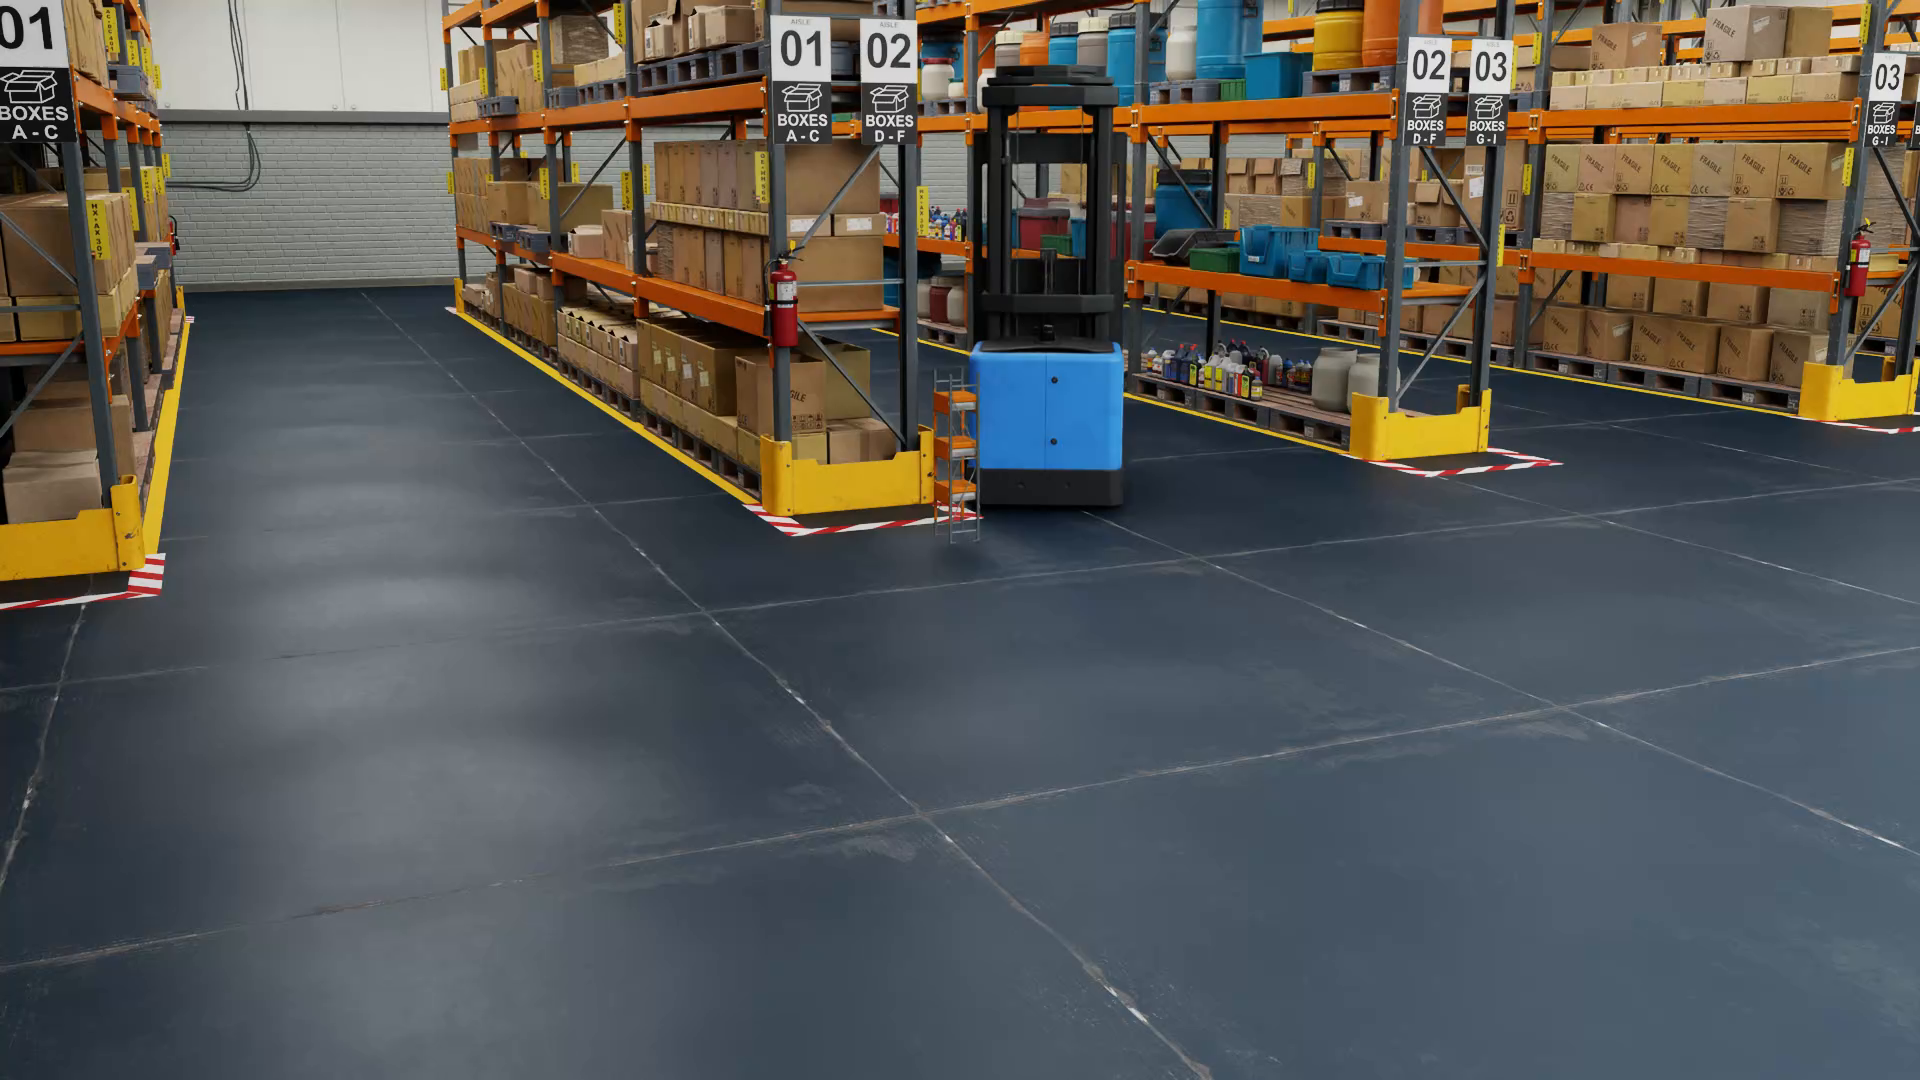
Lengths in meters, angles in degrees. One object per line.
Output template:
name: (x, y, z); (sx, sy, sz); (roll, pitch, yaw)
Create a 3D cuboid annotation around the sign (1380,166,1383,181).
sign: (5.598, -4.831, 22.197); (0.100, 0.325, 0.005); (-6, 14, -23)

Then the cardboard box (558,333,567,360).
cardboard box: (-4.033, -2.090, 17.917); (0.500, 0.250, 0.500); (-6, 14, -23)

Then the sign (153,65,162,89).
sign: (-11.213, -6.465, 23.211); (0.100, 0.325, 0.005); (-6, 14, -23)

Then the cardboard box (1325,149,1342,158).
cardboard box: (6.818, -6.685, 29.503); (0.500, 0.500, 0.500); (-6, 14, -24)

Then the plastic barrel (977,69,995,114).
plastic barrel: (0.410, -5.231, 19.418); (0.421, 0.512, 0.421); (0, 13, 0)

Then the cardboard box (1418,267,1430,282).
cardboard box: (5.623, -3.372, 21.191); (0.500, 0.250, 0.500); (-4, 14, -17)

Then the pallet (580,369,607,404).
pallet: (-3.195, -1.576, 16.713); (1.003, 0.211, 1.213); (-6, 14, -23)

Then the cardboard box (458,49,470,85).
cardboard box: (-6.834, -6.795, 23.984); (0.700, 0.500, 0.500); (-6, 14, -23)

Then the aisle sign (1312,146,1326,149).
aisle sign: (6.731, -7.643, 30.975); (0.394, 0.787, 0.004); (-6, 14, -23)

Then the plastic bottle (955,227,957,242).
plastic bottle: (-0.016, -3.781, 20.493); (0.097, 0.201, 0.097); (0, 13, 0)

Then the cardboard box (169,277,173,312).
cardboard box: (-11.343, -3.416, 23.090); (0.700, 0.500, 0.500); (-6, 14, -23)

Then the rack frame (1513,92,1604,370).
rack frame: (6.707, -3.428, 18.528); (1.000, 3.000, 0.127); (-6, 14, -23)

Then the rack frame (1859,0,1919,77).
rack frame: (8.310, -5.524, 14.281); (1.000, 3.000, 0.127); (-6, 14, -23)

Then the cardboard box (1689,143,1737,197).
cardboard box: (7.459, -3.580, 16.086); (0.500, 0.500, 0.500); (-6, 14, -23)

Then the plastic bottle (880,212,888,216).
plastic bottle: (-1.053, -4.367, 22.862); (0.152, 0.276, 0.135); (-6, 14, -23)

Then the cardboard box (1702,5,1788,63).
cardboard box: (7.457, -4.797, 15.803); (0.500, 0.500, 0.500); (-6, 14, -23)

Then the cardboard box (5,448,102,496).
cardboard box: (-5.729, -0.432, 10.573); (0.500, 0.311, 0.500); (-4, 14, -18)

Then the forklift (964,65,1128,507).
forklift: (0.652, -1.930, 12.207); (1.130, 2.935, 3.031); (1, 13, 3)

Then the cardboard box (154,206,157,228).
cardboard box: (-9.290, -3.660, 18.606); (0.500, 0.500, 0.500); (-6, 14, -23)

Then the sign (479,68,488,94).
sign: (-6.070, -5.849, 21.192); (0.100, 0.325, 0.005); (-6, 14, -23)

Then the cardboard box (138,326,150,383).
cardboard box: (-8.175, -1.765, 15.909); (0.700, 0.500, 0.500); (-5, 14, -22)

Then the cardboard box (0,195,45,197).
cardboard box: (-6.708, -2.164, 11.695); (0.500, 0.500, 0.500); (-6, 14, -23)

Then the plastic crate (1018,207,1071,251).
plastic crate: (0.934, -3.477, 18.597); (0.402, 0.464, 0.583); (-6, 14, -23)

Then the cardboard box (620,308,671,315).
cardboard box: (-3.324, -2.306, 17.603); (0.500, 0.311, 0.500); (-6, 14, -24)

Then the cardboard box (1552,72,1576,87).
cardboard box: (6.555, -4.915, 17.751); (0.380, 0.149, 0.250); (-6, 14, -25)

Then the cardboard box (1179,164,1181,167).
cardboard box: (3.545, -5.640, 26.096); (0.500, 0.500, 0.500); (-6, 14, -23)

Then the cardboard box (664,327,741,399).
cardboard box: (-2.071, -1.433, 13.415); (0.500, 0.500, 0.500); (-6, 14, -23)

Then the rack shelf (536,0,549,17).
rack shelf: (-3.172, -5.324, 15.900); (1.077, 0.370, 4.000); (-6, 14, -23)

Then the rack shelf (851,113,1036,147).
rack shelf: (-0.234, -5.331, 21.694); (1.077, 0.370, 4.000); (-6, 14, -23)

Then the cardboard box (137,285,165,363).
cardboard box: (-8.685, -2.233, 17.202); (0.750, 0.750, 0.750); (-6, 14, -24)

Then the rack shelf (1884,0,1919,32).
rack shelf: (12.093, -5.819, 18.038); (1.077, 0.370, 4.000); (-6, 14, -23)

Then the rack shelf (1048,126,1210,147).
rack shelf: (2.701, -6.605, 27.198); (1.077, 0.370, 4.000); (-6, 14, -23)

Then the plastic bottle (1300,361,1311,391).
plastic bottle: (3.193, -1.513, 15.329); (0.097, 0.271, 0.097); (0, 13, 0)

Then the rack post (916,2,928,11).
rack post: (-0.108, -6.906, 21.359); (0.937, 0.300, 0.954); (-4, 14, -17)

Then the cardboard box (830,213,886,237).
cardboard box: (-0.729, -2.173, 11.445); (0.380, 0.149, 0.250); (-6, 14, -23)

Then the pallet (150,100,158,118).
pallet: (-11.409, -5.831, 22.454); (1.003, 0.211, 1.213); (-6, 14, -23)

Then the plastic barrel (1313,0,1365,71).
plastic barrel: (3.198, -4.136, 13.586); (0.600, 0.588, 0.600); (0, 13, 0)

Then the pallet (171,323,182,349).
pallet: (-10.346, -2.544, 20.894); (1.003, 0.211, 1.213); (-6, 14, -23)

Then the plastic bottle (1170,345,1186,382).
plastic bottle: (2.112, -1.700, 15.962); (0.144, 0.351, 0.185); (-5, 14, -21)

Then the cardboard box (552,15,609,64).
cardboard box: (-4.142, -5.448, 18.166); (0.500, 0.500, 0.500); (-6, 14, -23)

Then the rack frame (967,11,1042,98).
rack frame: (0.567, -6.730, 19.489); (1.000, 3.000, 0.127); (-6, 14, -23)

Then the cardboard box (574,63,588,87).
cardboard box: (-3.740, -4.864, 17.484); (0.500, 0.250, 0.500); (-7, 15, -27)

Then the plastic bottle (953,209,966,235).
plastic bottle: (-0.012, -4.180, 21.886); (0.144, 0.351, 0.185); (-6, 14, -23)

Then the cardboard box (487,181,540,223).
cardboard box: (-5.591, -4.322, 21.238); (0.700, 0.500, 0.500); (-12, 18, -42)

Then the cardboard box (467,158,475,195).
cardboard box: (-6.625, -5.117, 23.389); (0.500, 0.500, 0.500); (-6, 14, -23)

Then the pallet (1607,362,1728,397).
pallet: (7.501, -1.681, 17.166); (1.003, 0.211, 1.213); (-6, 14, -23)

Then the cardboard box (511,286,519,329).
cardboard box: (-5.381, -2.952, 21.040); (0.500, 0.500, 0.500); (-5, 14, -22)

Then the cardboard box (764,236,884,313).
cardboard box: (-0.944, -1.854, 11.505); (0.700, 0.500, 0.500); (-6, 14, -23)

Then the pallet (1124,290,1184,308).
pallet: (3.270, -3.886, 26.693); (1.003, 0.211, 1.213); (-6, 14, -23)

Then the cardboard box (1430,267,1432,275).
cardboard box: (8.052, -4.616, 28.395); (0.380, 0.149, 0.250); (-6, 14, -23)

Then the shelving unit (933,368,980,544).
shelving unit: (-0.021, -0.523, 10.299); (0.215, 1.050, 0.252); (-6, 14, -23)

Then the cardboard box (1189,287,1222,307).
cardboard box: (4.136, -3.935, 24.501); (1.225, 0.875, 0.875); (-6, 14, -25)

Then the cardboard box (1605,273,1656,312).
cardboard box: (9.852, -3.656, 23.572); (1.050, 0.750, 0.750); (-6, 14, -24)

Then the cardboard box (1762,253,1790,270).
cardboard box: (7.759, -2.618, 15.586); (0.380, 0.149, 0.250); (-6, 14, -23)
